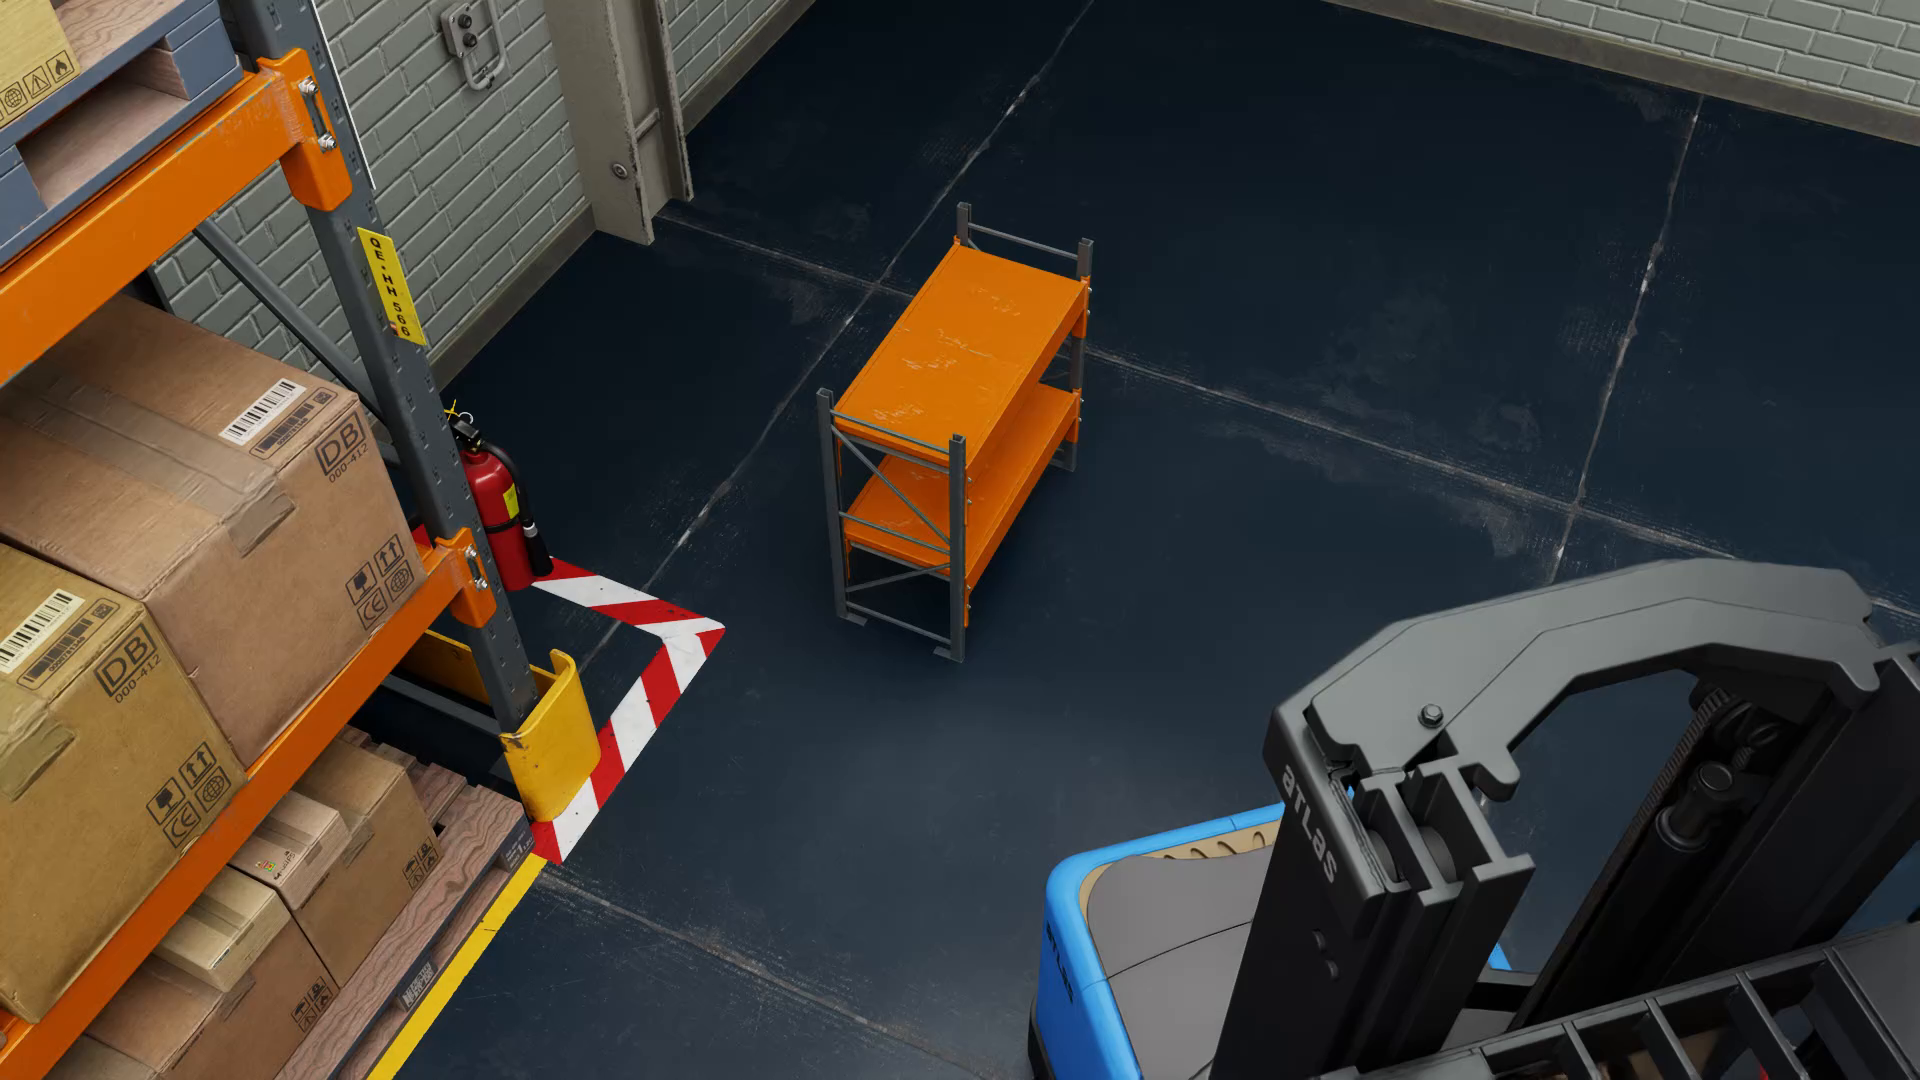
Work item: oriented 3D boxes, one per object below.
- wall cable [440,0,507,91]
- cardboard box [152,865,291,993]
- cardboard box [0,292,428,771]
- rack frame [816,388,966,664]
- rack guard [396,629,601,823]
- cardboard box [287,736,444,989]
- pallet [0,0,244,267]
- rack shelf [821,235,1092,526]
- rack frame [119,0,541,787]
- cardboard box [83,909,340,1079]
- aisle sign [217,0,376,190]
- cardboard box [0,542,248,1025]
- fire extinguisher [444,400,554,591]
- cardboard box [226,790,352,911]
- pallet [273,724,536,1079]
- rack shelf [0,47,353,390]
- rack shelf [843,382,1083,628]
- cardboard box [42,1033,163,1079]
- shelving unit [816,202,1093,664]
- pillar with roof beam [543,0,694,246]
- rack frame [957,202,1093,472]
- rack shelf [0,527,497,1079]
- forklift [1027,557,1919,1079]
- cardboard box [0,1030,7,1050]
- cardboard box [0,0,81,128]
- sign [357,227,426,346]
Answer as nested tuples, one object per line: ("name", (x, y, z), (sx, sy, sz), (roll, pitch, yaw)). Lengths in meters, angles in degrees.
("wall cable", (-2.113, -1.838, 5.177), (0.084, 1.984, 1.851), (20, 52, 16))
("cardboard box", (-2.012, 0.983, 4.384), (0.380, 0.149, 0.250), (21, 53, 17))
("cardboard box", (-2.014, -0.062, 4.136), (0.980, 0.700, 0.700), (22, 53, 18))
("rack frame", (-0.214, -0.019, 5.528), (0.500, 1.125, 0.032), (20, 52, 16))
("rack guard", (-1.795, 0.474, 5.518), (1.175, 0.500, 0.348), (20, 52, 16))
("cardboard box", (-2.013, 0.869, 4.906), (0.700, 0.500, 0.500), (20, 52, 16))
("pallet", (-2.112, -0.749, 3.006), (1.003, 0.211, 1.213), (20, 52, 16))
("rack shelf", (0.003, -0.559, 5.603), (0.538, 0.278, 1.000), (20, 52, 16))
("rack frame", (-1.805, -0.319, 4.552), (1.000, 3.000, 0.127), (20, 52, 16))
("cardboard box", (-2.227, 1.214, 4.613), (0.700, 0.500, 0.500), (20, 52, 16))
("aisle sign", (-1.503, -1.114, 3.521), (0.394, 0.787, 0.004), (20, 52, 16))
("cardboard box", (-2.314, 0.442, 3.707), (0.980, 0.700, 0.700), (19, 52, 16))
("fire extinguisher", (-1.323, -0.127, 4.684), (0.296, 0.674, 0.183), (20, 52, 16))
("cardboard box", (-1.904, 0.807, 4.534), (0.380, 0.149, 0.250), (19, 52, 16))
("pallet", (-2.076, 1.160, 5.124), (1.003, 0.211, 1.213), (20, 52, 16))
("rack shelf", (-2.659, 0.319, 2.512), (1.077, 0.370, 4.000), (20, 52, 16))
("rack shelf", (0.003, -0.211, 6.012), (0.538, 0.278, 1.000), (20, 52, 16))
("cardboard box", (-2.441, 1.560, 4.318), (0.700, 0.500, 0.500), (18, 52, 15))
("shelving unit", (0.003, -0.369, 5.826), (0.538, 1.125, 1.048), (20, 52, 16))
("pillar with roof beam", (2.459, -3.003, 2.897), (9.100, 9.000, 0.400), (20, 52, 16))
("rack frame", (0.220, -0.719, 6.123), (0.500, 1.125, 0.032), (20, 52, 16))
("rack shelf", (-2.659, 1.291, 3.654), (1.077, 0.370, 4.000), (20, 52, 16))
("forklift", (1.089, 1.536, 3.019), (1.130, 2.935, 3.031), (-12, 51, -10))
("cardboard box", (-2.648, 0.964, 3.263), (0.980, 0.700, 0.700), (18, 52, 14))
("cardboard box", (-1.878, -0.821, 2.766), (0.500, 0.250, 0.500), (21, 53, 17))
("sign", (-1.320, -0.585, 3.863), (0.100, 0.325, 0.005), (20, 52, 16))
